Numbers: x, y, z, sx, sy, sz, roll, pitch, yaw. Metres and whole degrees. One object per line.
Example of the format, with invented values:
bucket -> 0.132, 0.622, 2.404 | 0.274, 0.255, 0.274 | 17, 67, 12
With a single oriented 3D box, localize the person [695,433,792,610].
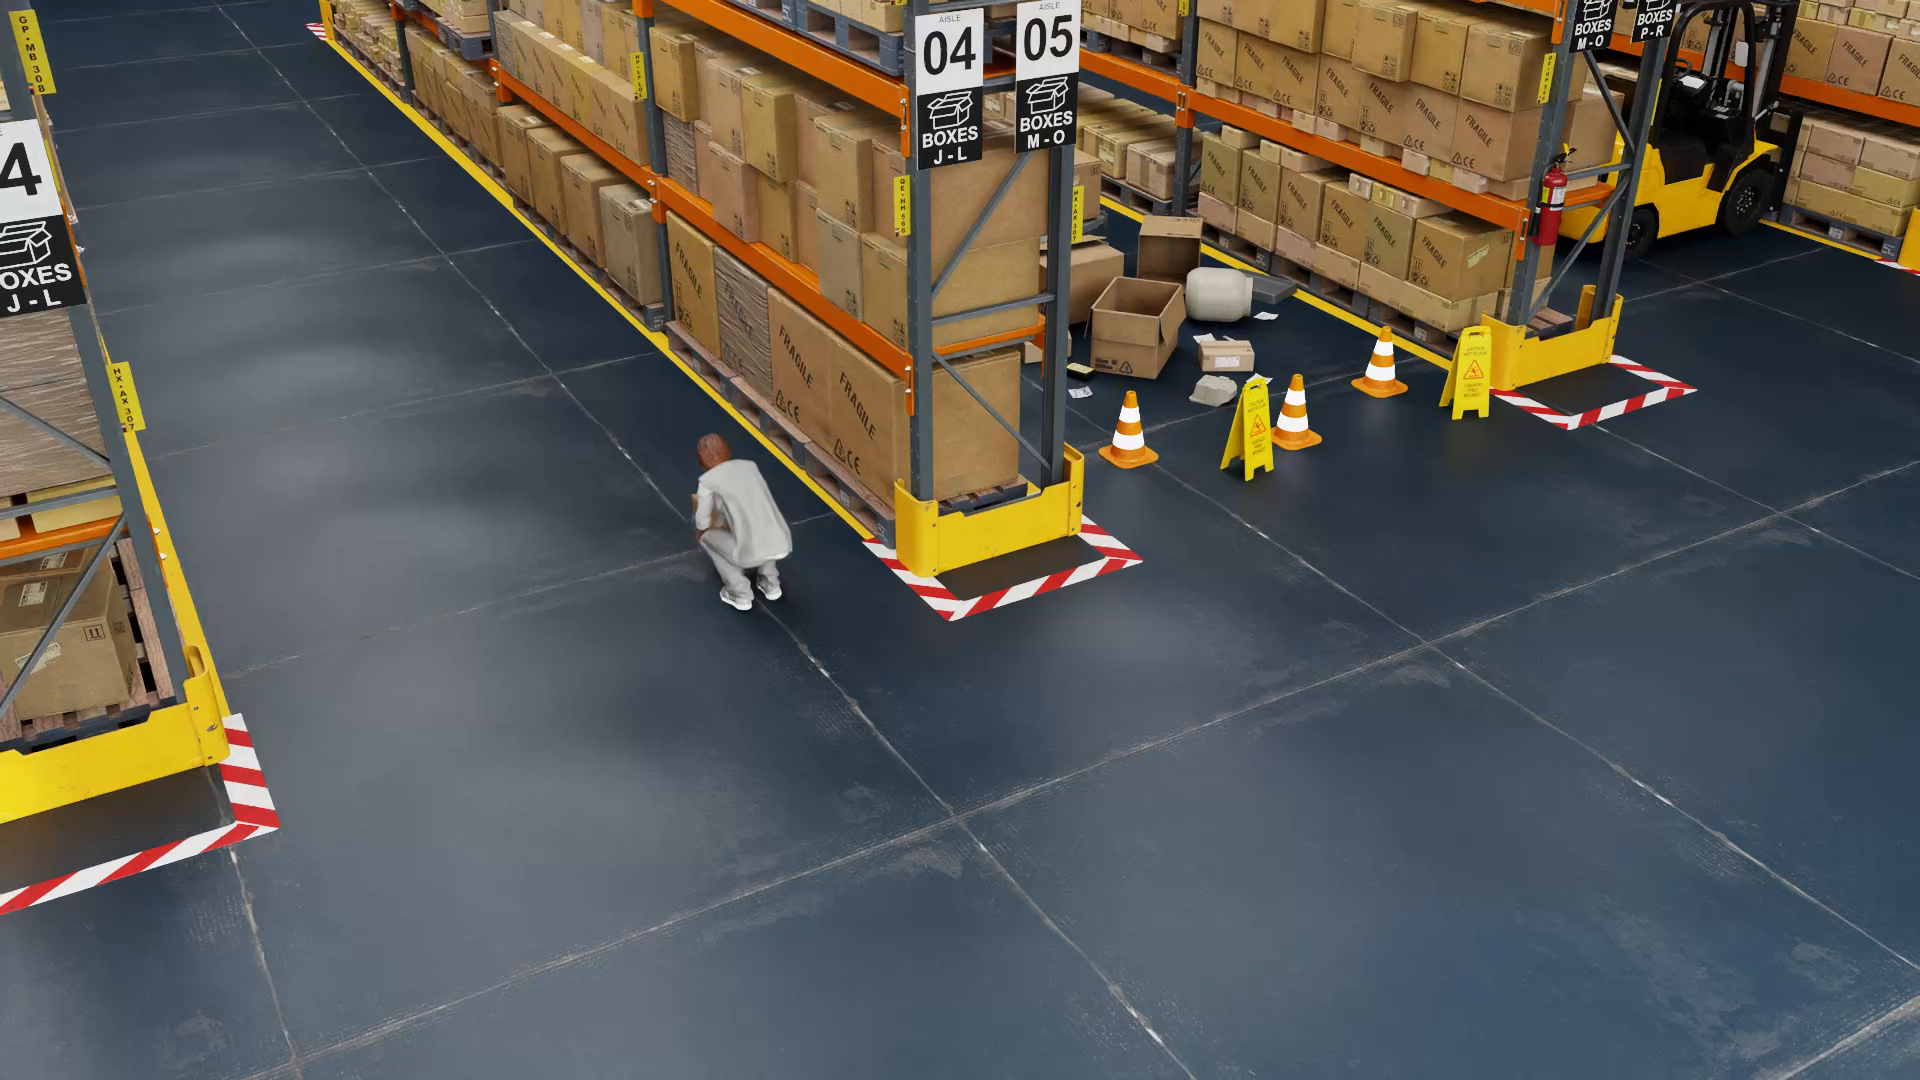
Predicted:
person -> -1.250, -0.110, 9.454 | 0.424, 0.921, 0.793 | -17, 33, -27
